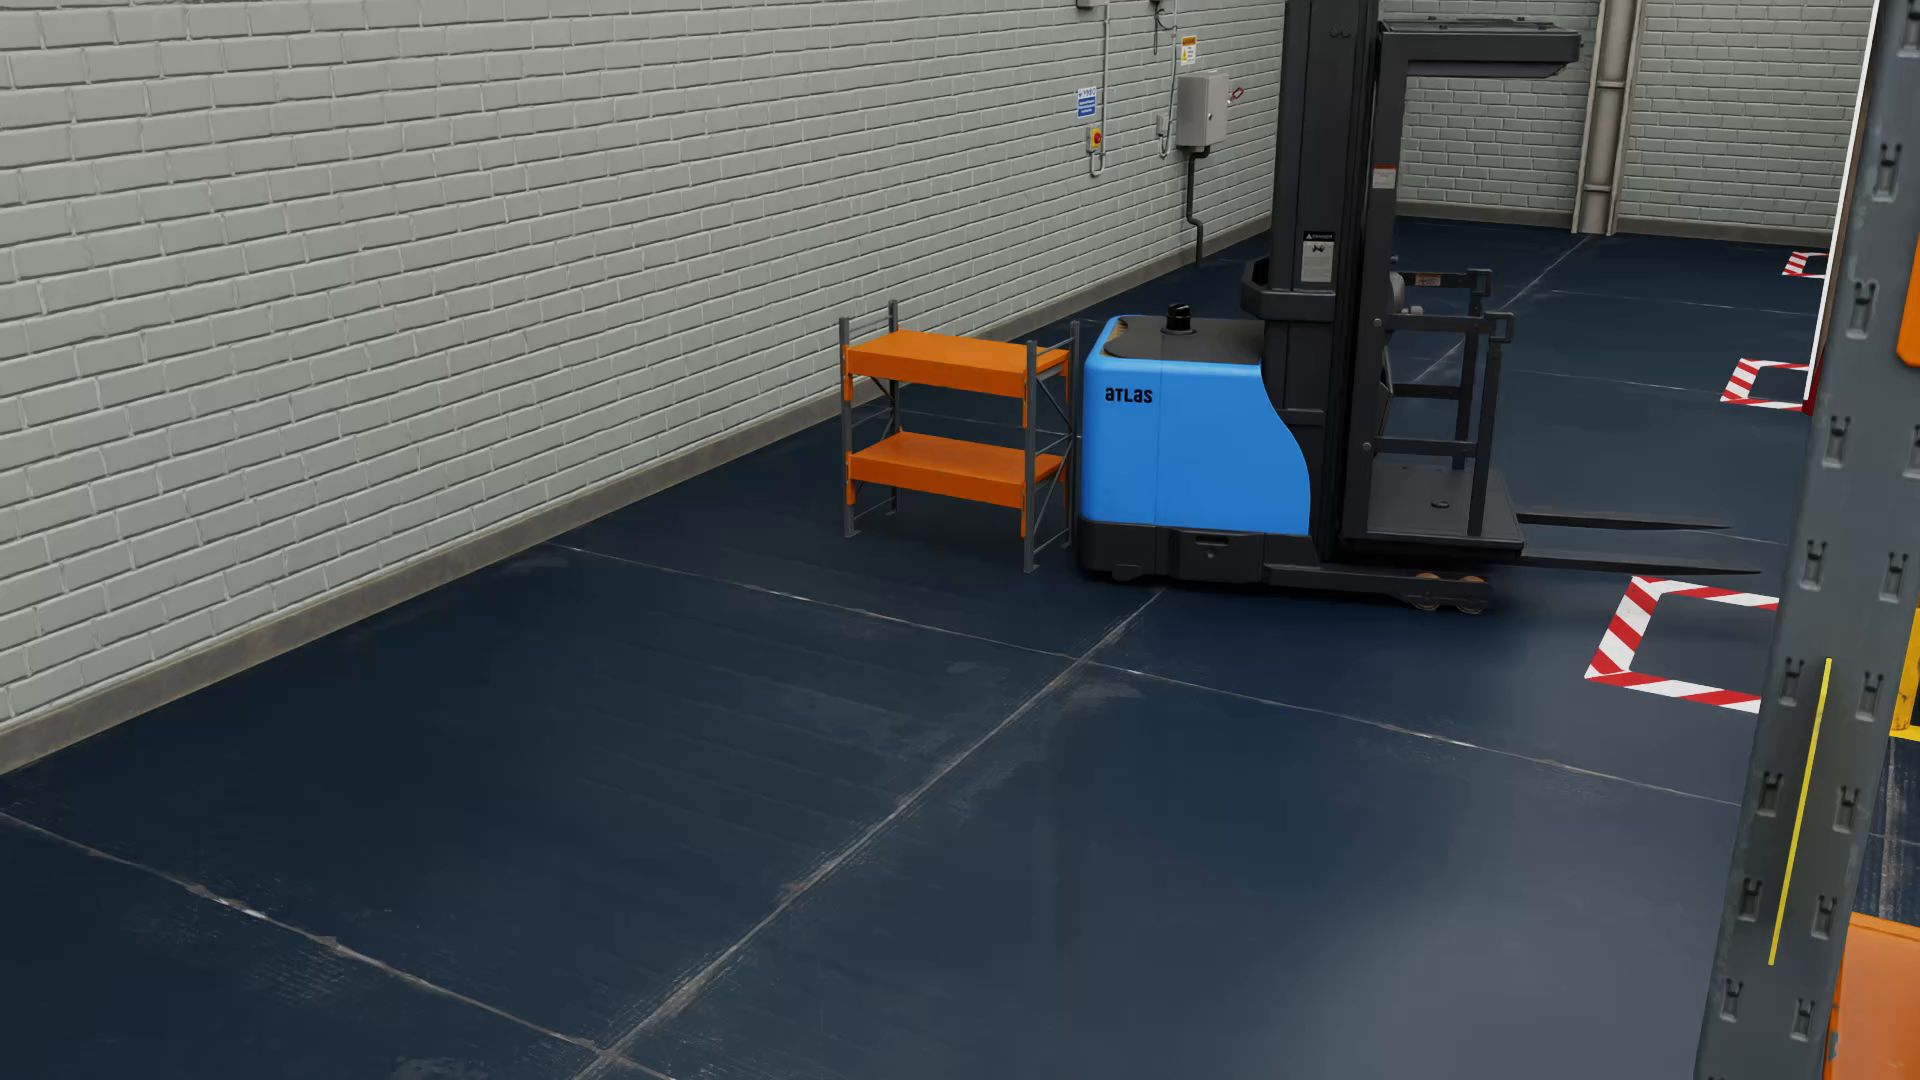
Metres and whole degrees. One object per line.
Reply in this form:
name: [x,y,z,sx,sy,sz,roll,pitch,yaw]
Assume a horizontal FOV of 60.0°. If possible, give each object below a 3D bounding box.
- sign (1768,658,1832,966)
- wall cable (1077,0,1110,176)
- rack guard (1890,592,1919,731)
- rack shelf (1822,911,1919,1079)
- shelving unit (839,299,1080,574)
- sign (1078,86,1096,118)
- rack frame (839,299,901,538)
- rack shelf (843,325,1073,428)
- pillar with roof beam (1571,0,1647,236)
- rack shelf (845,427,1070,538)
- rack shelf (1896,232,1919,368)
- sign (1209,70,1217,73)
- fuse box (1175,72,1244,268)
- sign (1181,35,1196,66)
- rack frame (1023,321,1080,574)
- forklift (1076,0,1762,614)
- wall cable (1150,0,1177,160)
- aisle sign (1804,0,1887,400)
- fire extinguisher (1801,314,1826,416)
sign: [0.897,0.292,1.775,0.005,0.325,0.100,11,23,27]
wall cable: [1.071,-3.801,12.910,0.123,1.953,0.585,11,23,27]
rack guard: [3.746,0.300,6.805,0.348,0.500,1.175,11,23,27]
rack shelf: [2.918,1.243,1.595,4.000,0.370,1.077,11,23,27]
shelving unit: [-0.006,-0.530,8.176,1.048,1.125,0.538,11,23,27]
sign: [0.994,-3.432,13.031,0.001,0.218,0.327,11,23,27]
rack frame: [-0.450,-0.614,8.409,0.032,1.125,0.500,11,23,27]
rack shelf: [-0.006,-0.805,8.077,1.000,0.278,0.538,11,23,27]
pillar with roof beam: [4.409,-6.112,12.018,0.400,9.000,9.100,11,23,27]
rack shelf: [-0.006,-0.300,8.260,1.000,0.278,0.538,11,23,27]
rack shelf: [2.918,-0.167,1.084,4.000,0.370,1.077,11,23,27]
sign: [2.283,-4.047,15.262,0.001,0.494,0.329,11,23,27]
fuse box: [2.223,-3.304,14.965,0.414,1.711,0.539,11,23,27]
sign: [2.015,-4.316,14.654,0.001,0.242,0.339,11,23,27]
rack frame: [0.438,-0.445,7.943,0.032,1.125,0.500,11,23,27]
forklift: [2.120,-1.245,7.499,3.031,2.935,1.130,4,20,11]
wall cable: [1.753,-4.211,14.084,0.122,1.984,0.588,11,23,27]
aisle sign: [0.963,-0.573,1.733,0.004,0.787,0.394,11,23,27]
fire extinguisher: [3.685,-0.855,6.985,0.183,0.674,0.296,11,23,27]
